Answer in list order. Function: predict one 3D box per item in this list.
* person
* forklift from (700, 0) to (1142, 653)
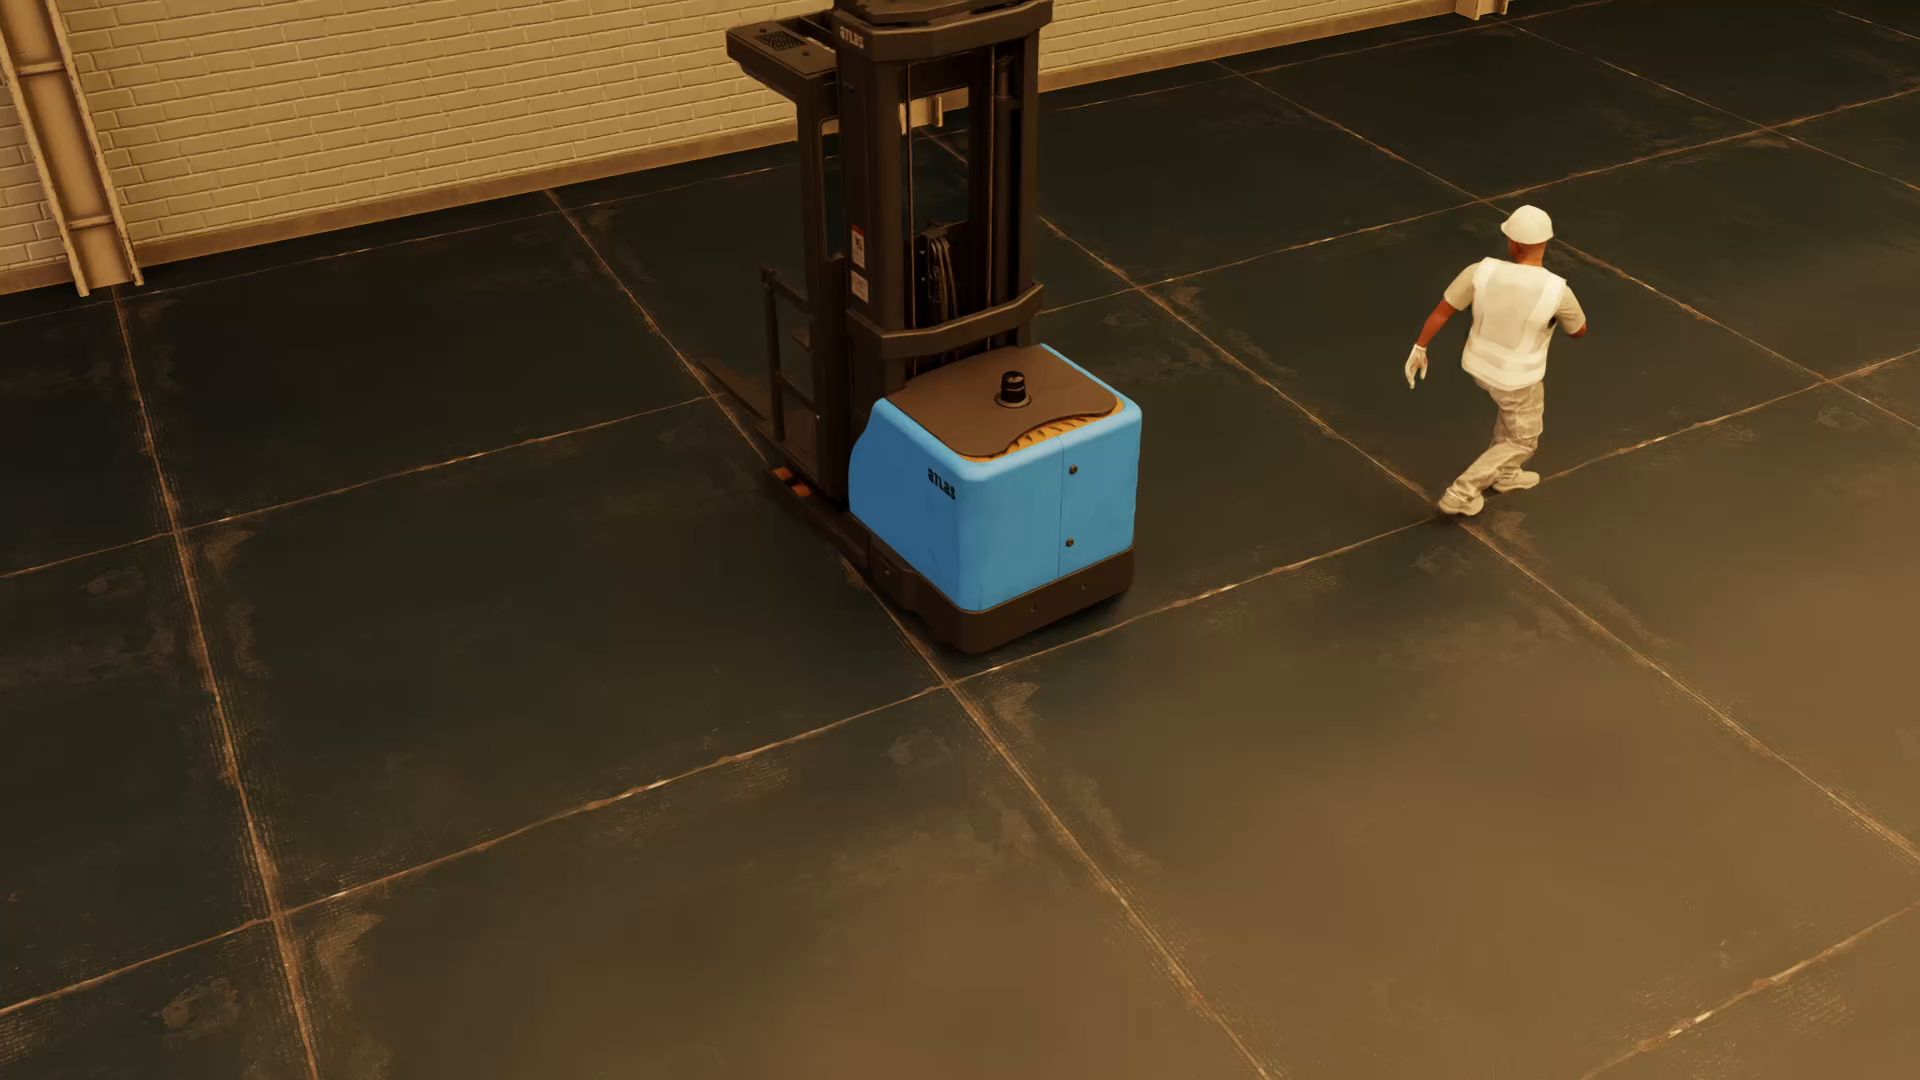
[{"bbox_3d":[2.778,-0.904,8.497,0.900,1.693,0.598,-21,40,-27],"label":"person"},{"bbox_3d":[-0.393,-1.472,8.206,1.130,2.935,3.031,-22,41,-28],"label":"forklift"}]
